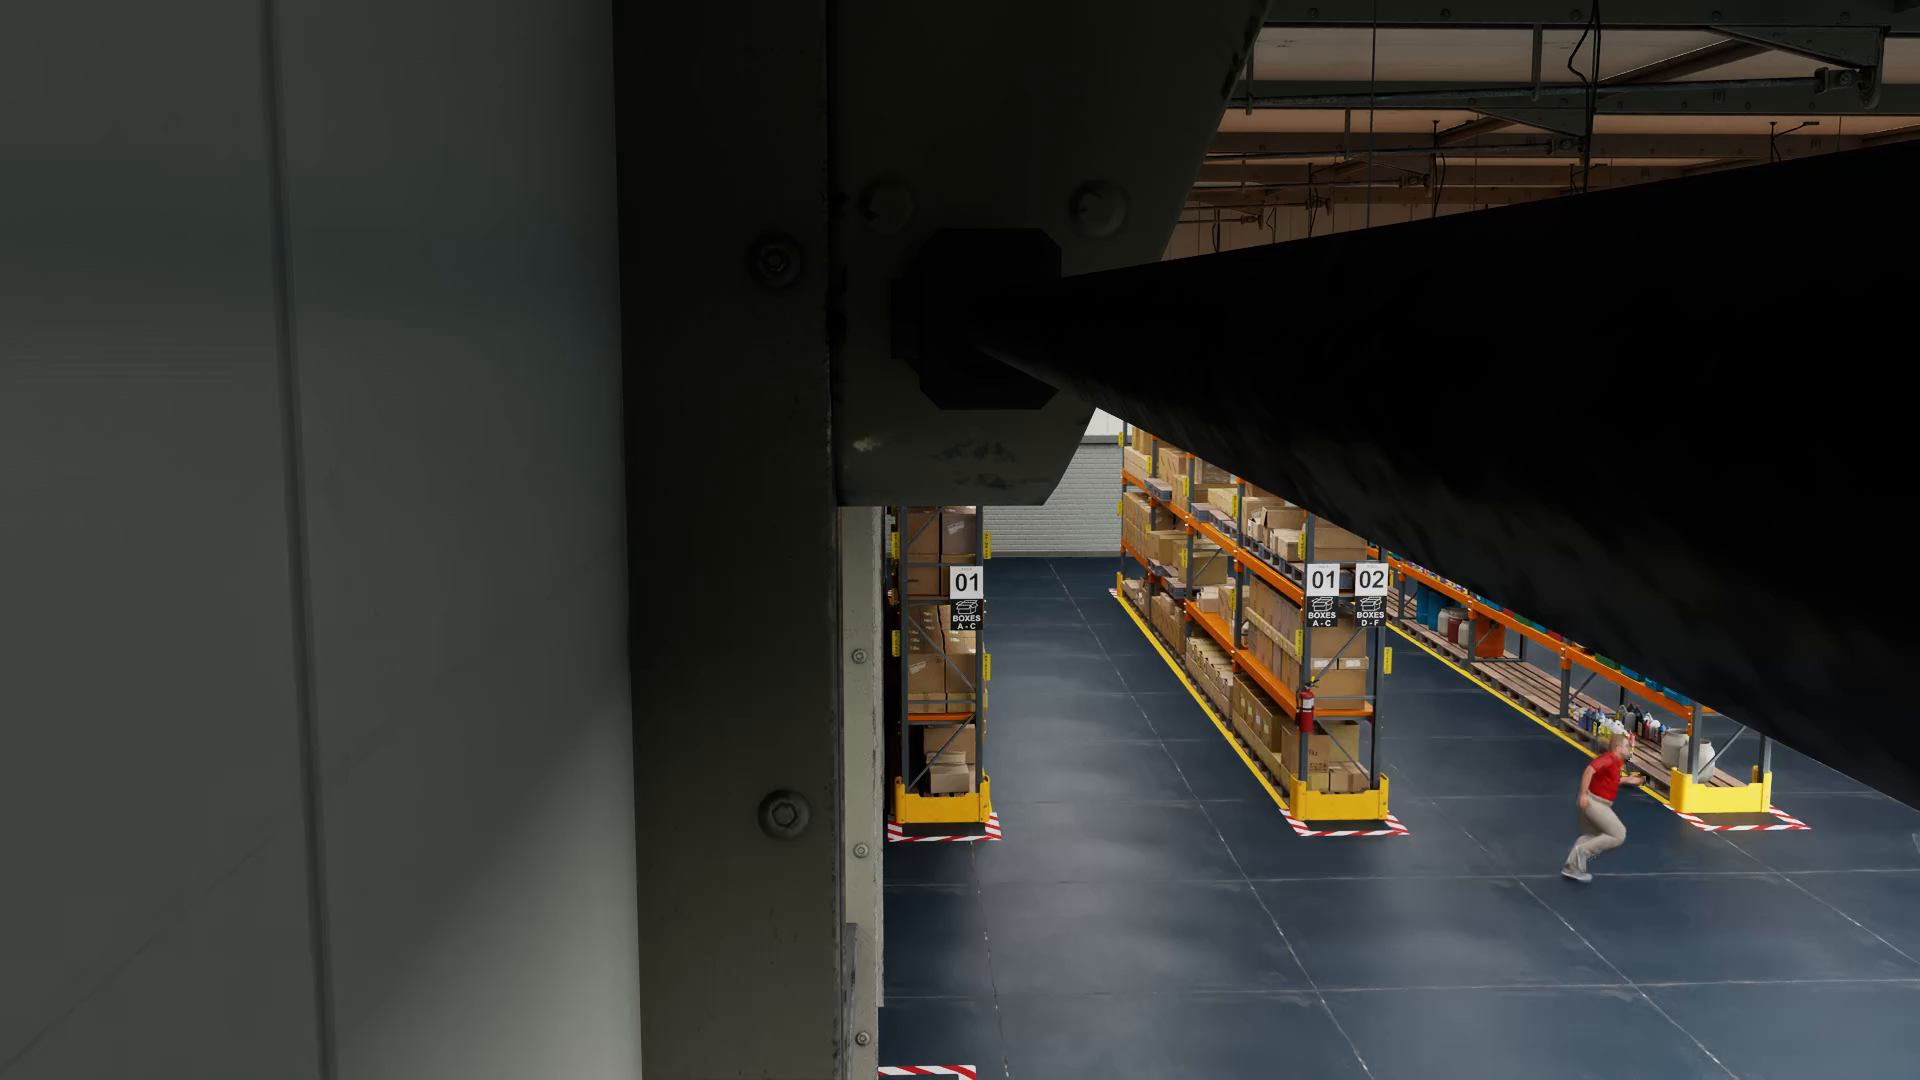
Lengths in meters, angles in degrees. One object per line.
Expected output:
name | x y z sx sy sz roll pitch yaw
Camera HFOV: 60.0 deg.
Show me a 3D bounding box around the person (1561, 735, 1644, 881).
person | 7.093 2.950 18.303 0.788 1.641 0.647 2 8 13
